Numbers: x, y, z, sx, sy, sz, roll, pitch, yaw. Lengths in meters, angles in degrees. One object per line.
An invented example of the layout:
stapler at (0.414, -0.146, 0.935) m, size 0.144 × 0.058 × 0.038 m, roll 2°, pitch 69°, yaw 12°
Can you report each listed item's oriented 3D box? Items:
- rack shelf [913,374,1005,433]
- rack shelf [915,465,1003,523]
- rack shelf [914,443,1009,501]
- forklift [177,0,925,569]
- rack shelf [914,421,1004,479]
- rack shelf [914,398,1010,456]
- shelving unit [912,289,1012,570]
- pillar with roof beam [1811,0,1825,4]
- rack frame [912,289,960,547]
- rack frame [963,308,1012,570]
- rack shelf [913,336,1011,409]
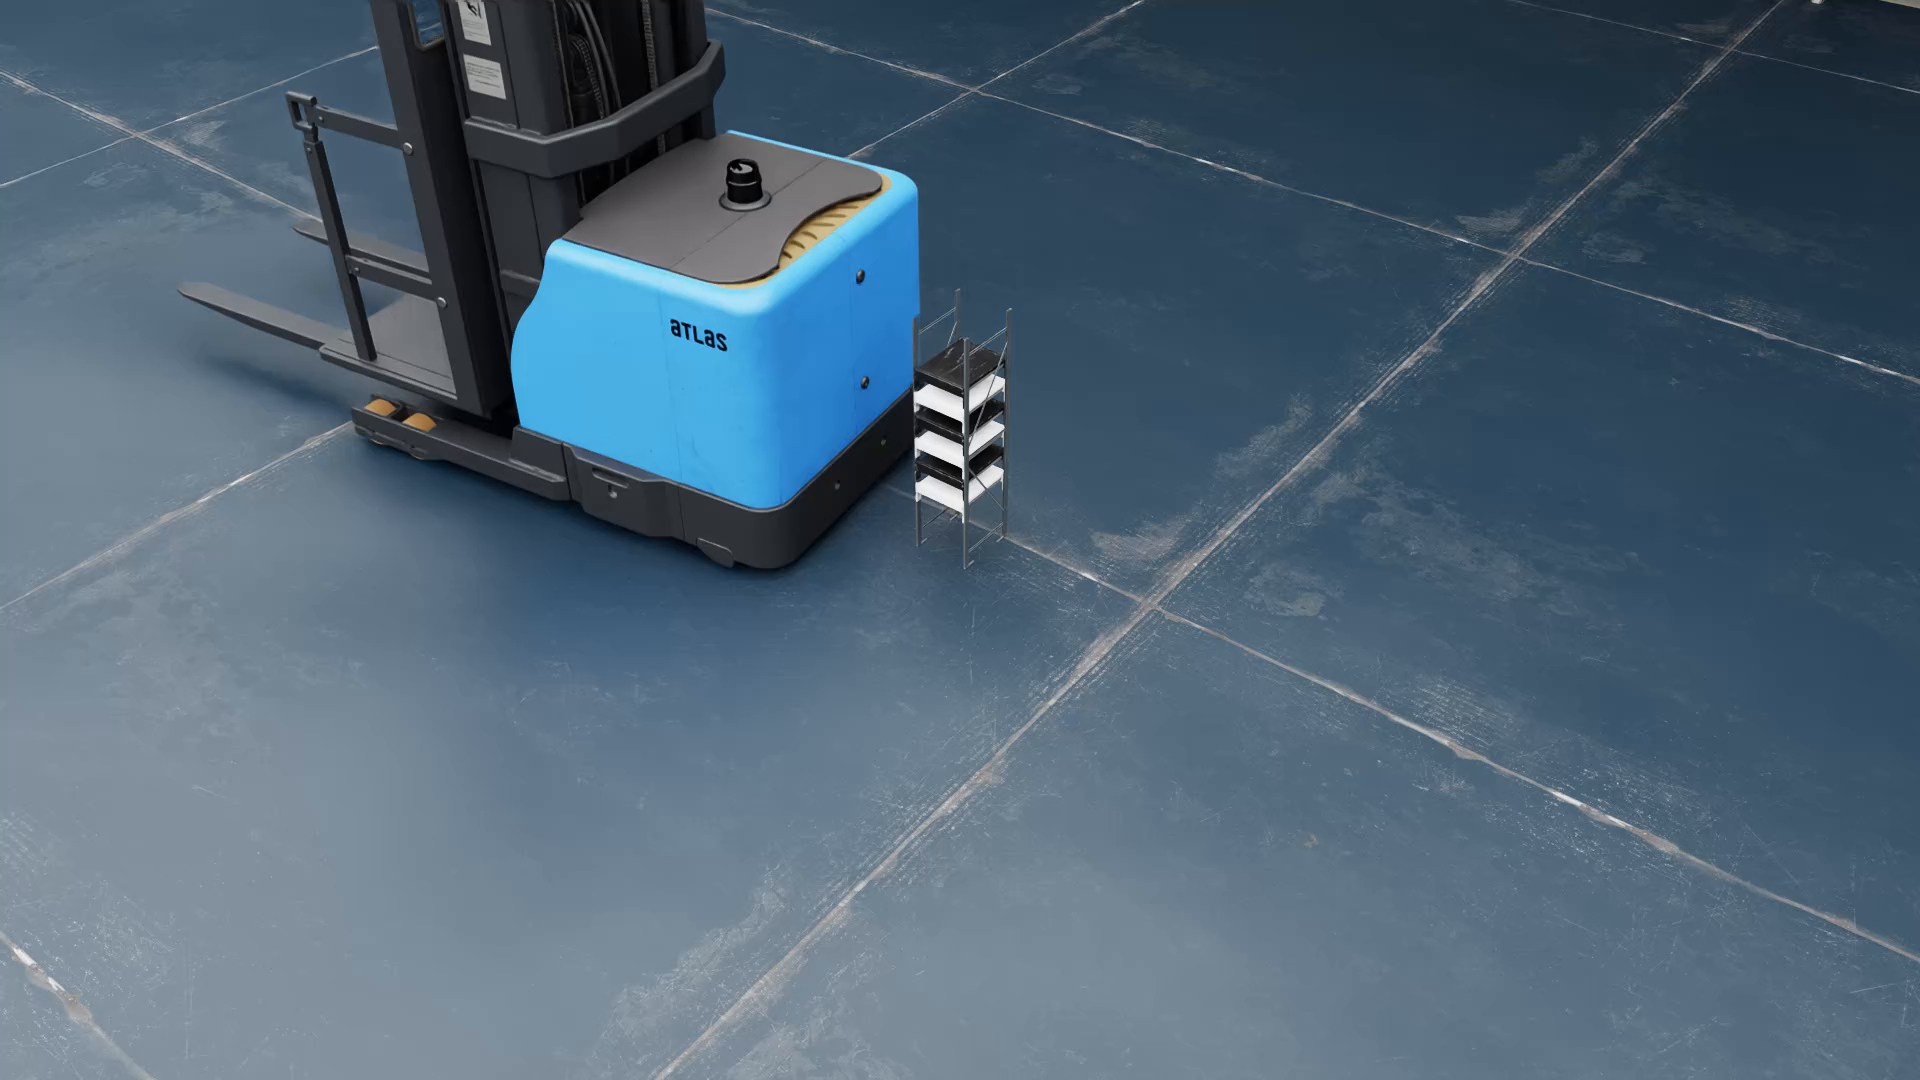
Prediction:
rack shelf at (0.006, -0.467, 5.378) m, size 0.200 × 0.077 × 0.258 m, roll 25°, pitch 45°, yaw 29°
rack shelf at (0.006, -0.183, 5.600) m, size 0.200 × 0.077 × 0.258 m, roll 25°, pitch 45°, yaw 29°
rack shelf at (0.006, -0.254, 5.545) m, size 0.200 × 0.077 × 0.258 m, roll 25°, pitch 45°, yaw 29°
forklift at (-1.665, -1.714, 5.562) m, size 3.031 × 2.935 × 1.130 m, roll 19°, pitch 42°, yaw 23°
rack shelf at (0.006, -0.325, 5.489) m, size 0.200 × 0.077 × 0.258 m, roll 25°, pitch 45°, yaw 29°
rack shelf at (0.006, -0.396, 5.434) m, size 0.200 × 0.077 × 0.258 m, roll 25°, pitch 45°, yaw 29°
shelving unit at (0.006, -0.351, 5.469) m, size 0.210 × 0.900 × 0.258 m, roll 25°, pitch 45°, yaw 29°
pillar with roof beam at (2.383, -4.737, 4.500) m, size 0.400 × 9.000 × 9.100 m, roll 25°, pitch 45°, yaw 29°
rack frame at (-0.074, -0.389, 5.517) m, size 0.006 × 0.900 × 0.240 m, roll 25°, pitch 45°, yaw 29°
rack frame at (0.087, -0.313, 5.420) m, size 0.006 × 0.900 × 0.240 m, roll 25°, pitch 45°, yaw 29°
rack shelf at (0.006, -0.538, 5.323) m, size 0.200 × 0.077 × 0.258 m, roll 25°, pitch 45°, yaw 29°
